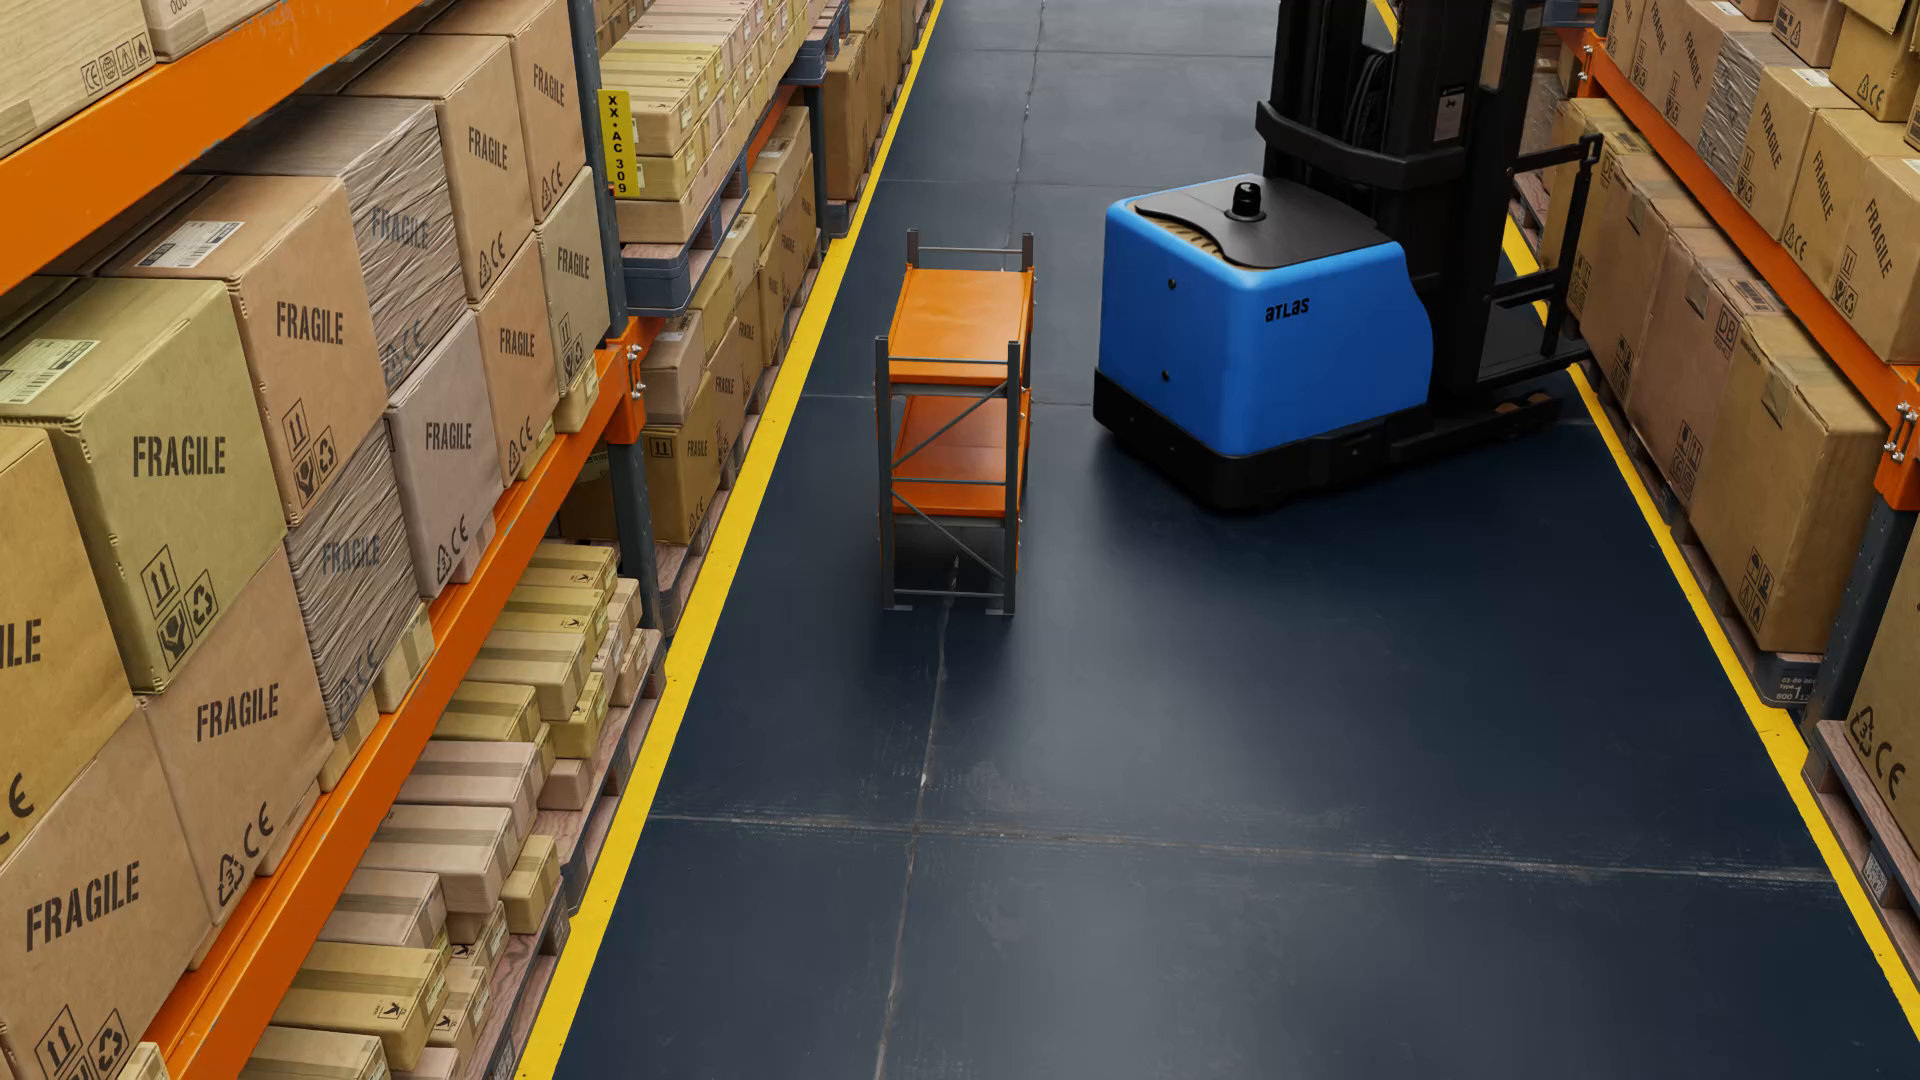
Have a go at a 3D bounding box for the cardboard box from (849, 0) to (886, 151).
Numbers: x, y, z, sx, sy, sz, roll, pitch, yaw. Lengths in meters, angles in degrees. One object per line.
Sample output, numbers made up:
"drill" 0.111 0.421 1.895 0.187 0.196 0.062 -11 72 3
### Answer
"cardboard box" -1.037 -2.925 10.382 1.050 0.750 0.750 3 32 5

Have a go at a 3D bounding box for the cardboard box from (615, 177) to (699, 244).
"cardboard box" -1.079 -1.099 5.513 0.380 0.149 0.250 1 32 2

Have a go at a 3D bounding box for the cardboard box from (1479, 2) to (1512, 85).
"cardboard box" 3.888 -3.314 11.231 0.700 0.500 0.500 2 32 4

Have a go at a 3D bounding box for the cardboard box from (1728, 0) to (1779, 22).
"cardboard box" 3.559 -2.415 6.758 0.797 0.503 0.637 3 32 5

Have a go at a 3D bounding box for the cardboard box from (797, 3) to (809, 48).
"cardboard box" -0.893 -2.332 7.515 0.380 0.149 0.250 2 32 3

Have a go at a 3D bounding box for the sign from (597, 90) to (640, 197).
"sign" -1.029 -1.190 4.997 0.100 0.325 0.005 2 32 4

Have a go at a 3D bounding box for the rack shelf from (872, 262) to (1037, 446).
"rack shelf" -0.001 -0.725 6.296 0.538 0.278 1.000 2 32 4

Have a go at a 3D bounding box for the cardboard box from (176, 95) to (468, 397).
"cardboard box" -1.431 -0.641 3.599 0.500 0.500 0.500 3 32 5

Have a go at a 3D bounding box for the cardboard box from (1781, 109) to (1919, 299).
"cardboard box" 3.178 -1.133 5.635 0.500 0.500 0.500 3 32 6

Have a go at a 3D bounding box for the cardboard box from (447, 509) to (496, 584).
"cardboard box" -1.391 -0.021 4.164 0.380 0.149 0.250 1 32 2

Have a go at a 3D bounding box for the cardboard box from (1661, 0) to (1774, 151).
"cardboard box" 3.302 -1.930 6.927 0.500 0.500 0.500 2 32 3

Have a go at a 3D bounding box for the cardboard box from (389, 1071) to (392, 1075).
"cardboard box" -1.550 1.208 3.965 0.380 0.149 0.250 4 32 7

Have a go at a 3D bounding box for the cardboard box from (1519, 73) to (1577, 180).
"cardboard box" 3.758 -2.433 9.802 0.700 0.500 0.500 0 32 0

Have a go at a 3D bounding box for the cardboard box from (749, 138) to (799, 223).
"cardboard box" -1.069 -1.733 7.970 0.500 0.250 0.500 3 32 5

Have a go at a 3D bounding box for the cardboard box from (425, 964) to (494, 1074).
"cardboard box" -1.421 1.216 4.235 0.380 0.149 0.250 2 32 4

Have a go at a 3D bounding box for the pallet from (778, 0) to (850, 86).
"pallet" -1.196 -2.474 8.088 1.213 0.211 1.003 2 32 4

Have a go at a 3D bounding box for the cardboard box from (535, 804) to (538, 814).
"cardboard box" -1.467 0.819 4.878 0.380 0.149 0.250 2 32 3

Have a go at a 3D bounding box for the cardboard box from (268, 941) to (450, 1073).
"cardboard box" -1.427 1.084 3.882 0.380 0.149 0.250 3 32 5

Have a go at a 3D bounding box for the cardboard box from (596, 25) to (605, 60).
"cardboard box" -1.631 -1.945 6.603 0.380 0.149 0.250 3 32 4

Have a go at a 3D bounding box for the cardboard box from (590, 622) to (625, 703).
"cardboard box" -1.288 0.388 5.295 0.380 0.149 0.250 1 32 2

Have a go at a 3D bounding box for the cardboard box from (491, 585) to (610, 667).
"cardboard box" -1.321 0.273 5.198 0.380 0.149 0.250 3 32 5

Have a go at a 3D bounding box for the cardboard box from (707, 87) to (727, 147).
"cardboard box" -1.040 -1.496 5.874 0.380 0.149 0.250 3 32 5

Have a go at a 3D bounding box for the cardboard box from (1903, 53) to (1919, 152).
"cardboard box" 3.409 -1.380 5.079 0.797 0.503 0.637 2 32 3

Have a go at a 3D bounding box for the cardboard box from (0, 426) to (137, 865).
"cardboard box" -1.560 0.168 2.286 0.500 0.500 0.500 3 32 5

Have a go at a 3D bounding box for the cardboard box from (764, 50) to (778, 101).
"cardboard box" -0.955 -1.914 6.835 0.380 0.149 0.250 1 32 2

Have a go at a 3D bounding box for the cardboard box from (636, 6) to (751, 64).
"cardboard box" -0.996 -1.897 6.241 0.380 0.149 0.250 2 32 4

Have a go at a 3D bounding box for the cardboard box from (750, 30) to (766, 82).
"cardboard box" -0.978 -1.912 6.549 0.380 0.149 0.250 2 32 3

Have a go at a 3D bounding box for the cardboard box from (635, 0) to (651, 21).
"cardboard box" -1.564 -2.343 7.248 0.380 0.149 0.250 3 32 4

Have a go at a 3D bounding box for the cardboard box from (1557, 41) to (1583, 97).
"cardboard box" 3.749 -2.740 9.585 0.500 0.250 0.500 6 32 10

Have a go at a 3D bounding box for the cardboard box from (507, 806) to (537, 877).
"cardboard box" -1.412 0.790 4.643 0.380 0.149 0.250 3 32 5

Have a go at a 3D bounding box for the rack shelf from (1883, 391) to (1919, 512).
"rack shelf" 3.202 0.776 3.318 1.077 0.370 4.000 2 32 4

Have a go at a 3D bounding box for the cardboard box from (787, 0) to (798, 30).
"cardboard box" -0.913 -2.315 7.203 0.380 0.149 0.250 2 32 4

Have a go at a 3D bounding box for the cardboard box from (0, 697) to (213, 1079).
"cardboard box" -1.566 0.578 2.575 0.500 0.500 0.500 3 32 4

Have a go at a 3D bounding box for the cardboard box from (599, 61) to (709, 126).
"cardboard box" -1.063 -1.498 5.594 0.380 0.149 0.250 3 32 5

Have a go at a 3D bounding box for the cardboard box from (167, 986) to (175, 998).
"cardboard box" -1.603 0.788 2.852 0.380 0.149 0.250 4 32 6

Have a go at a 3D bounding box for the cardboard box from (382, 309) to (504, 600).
"cardboard box" -1.413 -0.214 3.859 0.500 0.500 0.500 2 32 4

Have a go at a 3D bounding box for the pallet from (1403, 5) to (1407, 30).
"pallet" 4.036 -3.925 12.918 1.003 0.211 1.213 2 32 4

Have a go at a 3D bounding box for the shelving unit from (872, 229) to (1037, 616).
"shelving unit" -0.001 -0.475 6.449 0.538 1.125 1.048 2 32 4

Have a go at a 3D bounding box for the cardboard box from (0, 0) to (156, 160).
"cardboard box" -1.528 -0.731 2.361 0.500 0.250 0.500 1 32 2

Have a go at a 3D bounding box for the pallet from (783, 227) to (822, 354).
"pallet" -1.309 -1.337 8.718 1.003 0.211 1.213 2 32 4

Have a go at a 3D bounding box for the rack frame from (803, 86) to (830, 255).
"rack frame" -1.244 -2.932 8.649 1.000 3.000 0.127 2 32 4

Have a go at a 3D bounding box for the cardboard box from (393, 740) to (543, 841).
"cardboard box" -1.363 0.682 4.535 0.380 0.149 0.250 1 32 2

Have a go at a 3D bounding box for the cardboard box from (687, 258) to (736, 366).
"cardboard box" -1.206 -0.928 6.665 0.500 0.250 0.500 3 32 5

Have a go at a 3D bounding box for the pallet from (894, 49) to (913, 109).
"pallet" -0.906 -3.430 12.115 1.003 0.211 1.213 2 32 4

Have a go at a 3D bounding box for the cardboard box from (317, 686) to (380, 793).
"cardboard box" -1.466 0.384 3.507 0.380 0.149 0.250 4 32 6

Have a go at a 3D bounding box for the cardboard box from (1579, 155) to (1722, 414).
"cardboard box" 3.534 -1.116 7.327 1.225 0.875 0.875 3 32 4

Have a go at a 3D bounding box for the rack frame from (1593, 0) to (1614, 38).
"rack frame" 3.691 -2.668 8.220 1.000 3.000 0.127 2 32 4

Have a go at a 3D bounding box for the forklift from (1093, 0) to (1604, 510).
"forklift" 2.141 -1.921 7.073 3.031 2.935 1.130 -16 35 -25

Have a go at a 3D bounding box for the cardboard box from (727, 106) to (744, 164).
"cardboard box" -1.017 -1.506 6.174 0.380 0.149 0.250 3 32 4

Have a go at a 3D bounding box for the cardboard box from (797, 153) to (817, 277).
"cardboard box" -1.037 -1.692 8.618 0.500 0.500 0.500 2 32 4

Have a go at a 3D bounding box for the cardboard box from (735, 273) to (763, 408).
"cardboard box" -1.175 -0.882 7.304 0.500 0.500 0.500 3 32 5

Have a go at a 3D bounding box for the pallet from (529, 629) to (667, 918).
"pallet" -1.589 0.699 5.415 1.003 0.211 1.213 2 32 4

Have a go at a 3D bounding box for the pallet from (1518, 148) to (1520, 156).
"pallet" 3.858 -2.525 10.647 1.003 0.211 1.213 2 32 4

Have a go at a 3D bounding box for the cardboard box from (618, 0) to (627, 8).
"cardboard box" -1.580 -2.337 6.955 0.380 0.149 0.250 3 32 5

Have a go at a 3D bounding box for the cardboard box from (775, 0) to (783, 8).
"cardboard box" -0.935 -2.306 6.904 0.380 0.149 0.250 4 32 6

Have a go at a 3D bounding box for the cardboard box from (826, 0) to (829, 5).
"cardboard box" -0.826 -2.727 8.155 0.380 0.149 0.250 3 32 5

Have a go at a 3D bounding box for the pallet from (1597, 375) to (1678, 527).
"pallet" 3.450 -0.435 7.255 1.003 0.211 1.213 2 32 4
